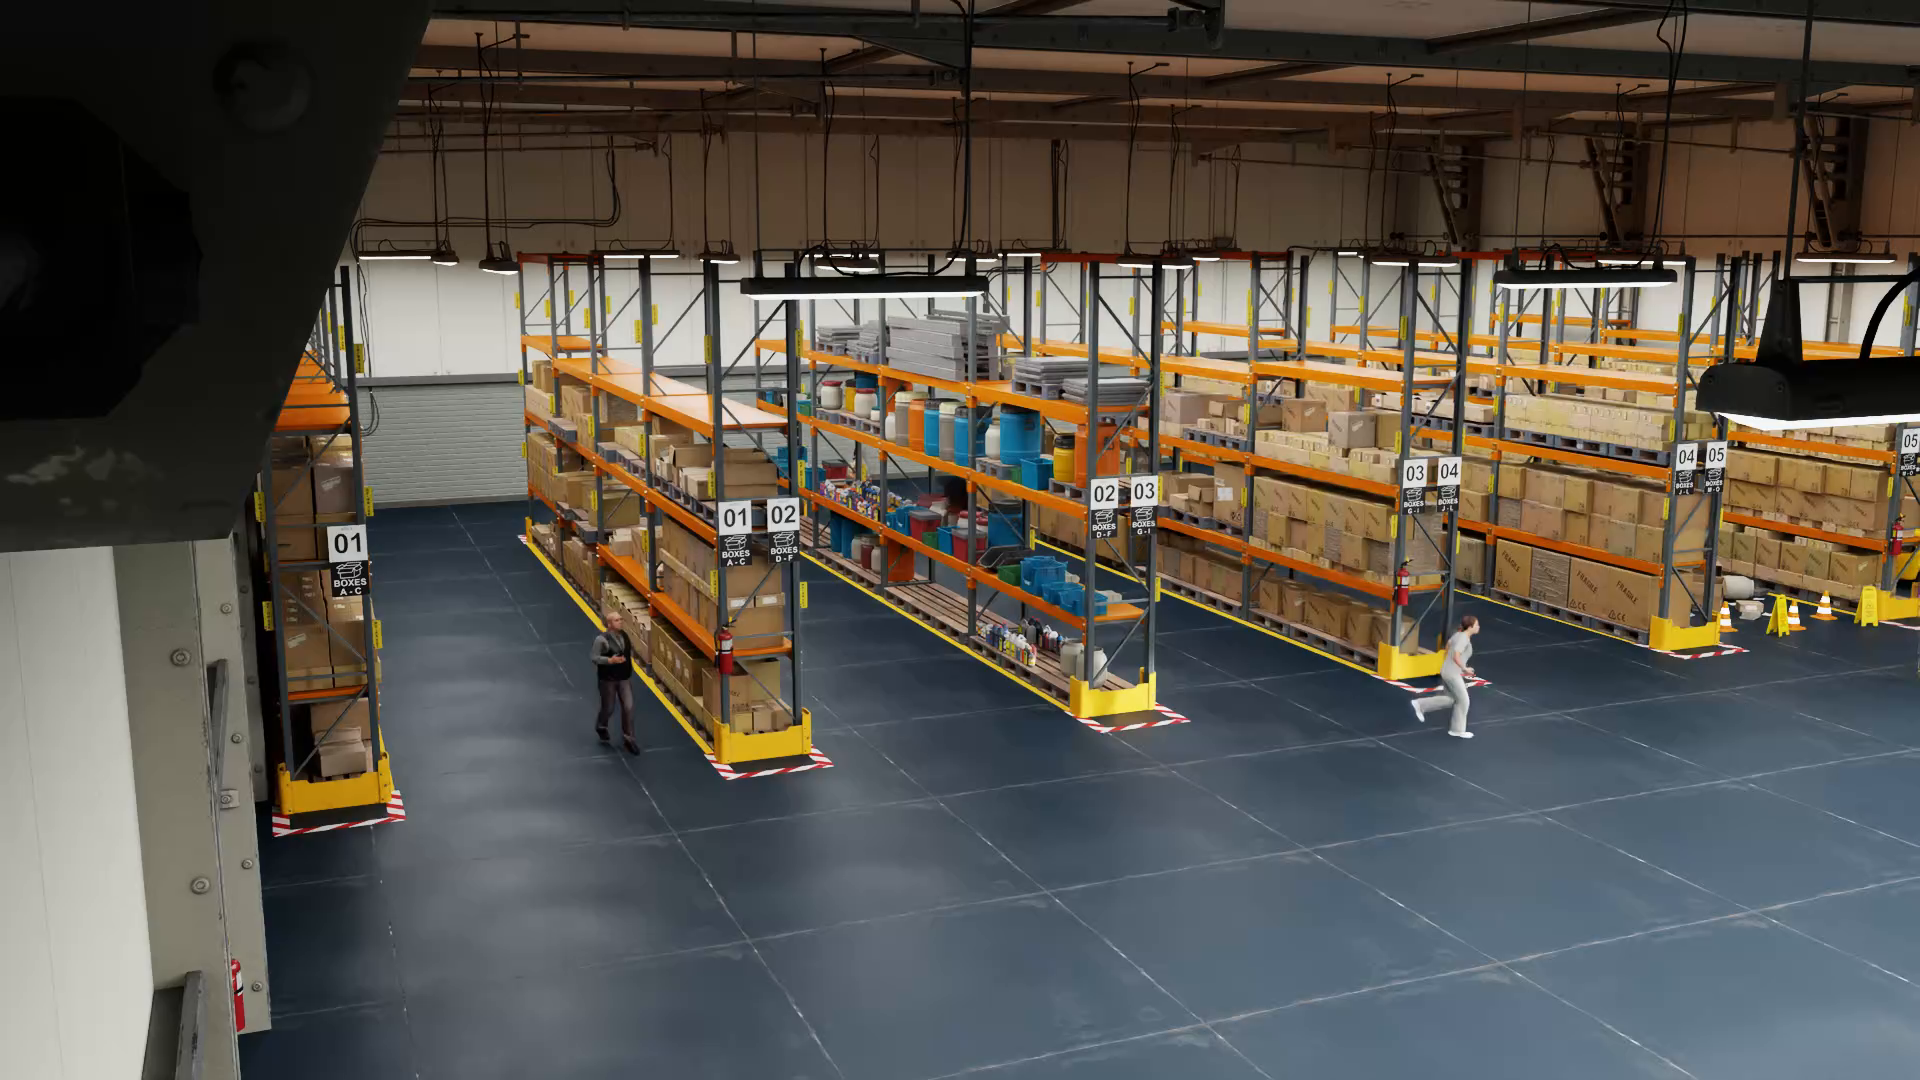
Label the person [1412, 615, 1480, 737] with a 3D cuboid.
[{"bbox_3d":[6.179,1.732,21.184,0.786,1.615,0.538,3,11,15],"label":"person"}]

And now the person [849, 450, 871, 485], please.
[{"bbox_3d":[-2.249,-1.205,37.078,0.602,1.649,0.930,-10,14,-44],"label":"person"}]

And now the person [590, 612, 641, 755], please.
[{"bbox_3d":[-4.319,1.757,20.657,0.635,1.762,0.871,-9,14,-42],"label":"person"}]
